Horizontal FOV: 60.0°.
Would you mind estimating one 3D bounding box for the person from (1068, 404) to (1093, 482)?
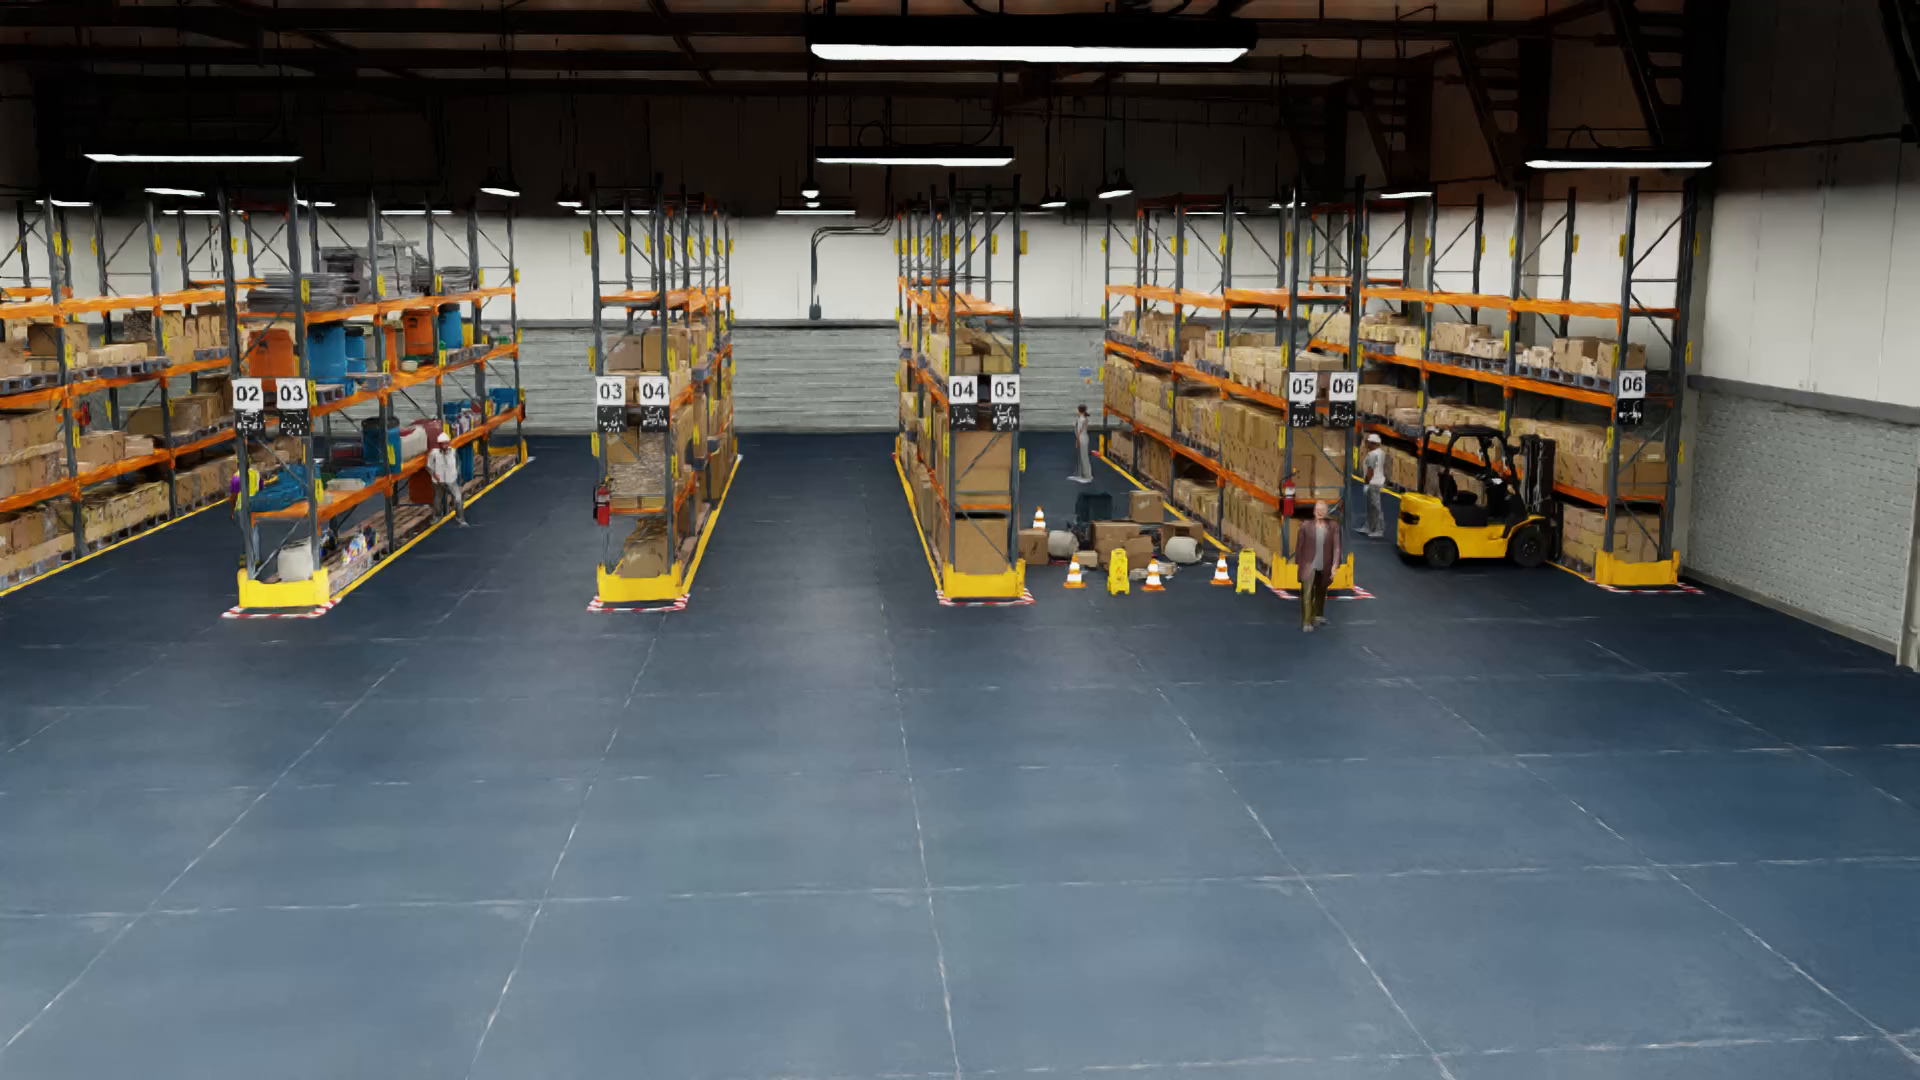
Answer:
[{"bbox_3d":[2.586,-2.096,35.685,0.583,1.662,0.564,3,10,14],"label":"person"}]

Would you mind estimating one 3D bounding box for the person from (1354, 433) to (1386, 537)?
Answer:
[{"bbox_3d":[7.182,-0.979,29.033,0.577,1.783,0.662,5,11,25],"label":"person"}]

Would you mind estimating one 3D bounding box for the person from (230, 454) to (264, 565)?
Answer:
[{"bbox_3d":[-11.360,-0.519,26.481,0.591,1.763,0.685,3,11,19],"label":"person"}]

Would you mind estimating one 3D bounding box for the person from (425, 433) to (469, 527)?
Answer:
[{"bbox_3d":[-9.253,-1.091,29.918,0.683,1.715,0.840,-4,11,-21],"label":"person"}]

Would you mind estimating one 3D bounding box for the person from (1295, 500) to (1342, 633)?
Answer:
[{"bbox_3d":[4.701,0.335,21.779,0.573,1.715,1.050,1,10,4],"label":"person"}]
